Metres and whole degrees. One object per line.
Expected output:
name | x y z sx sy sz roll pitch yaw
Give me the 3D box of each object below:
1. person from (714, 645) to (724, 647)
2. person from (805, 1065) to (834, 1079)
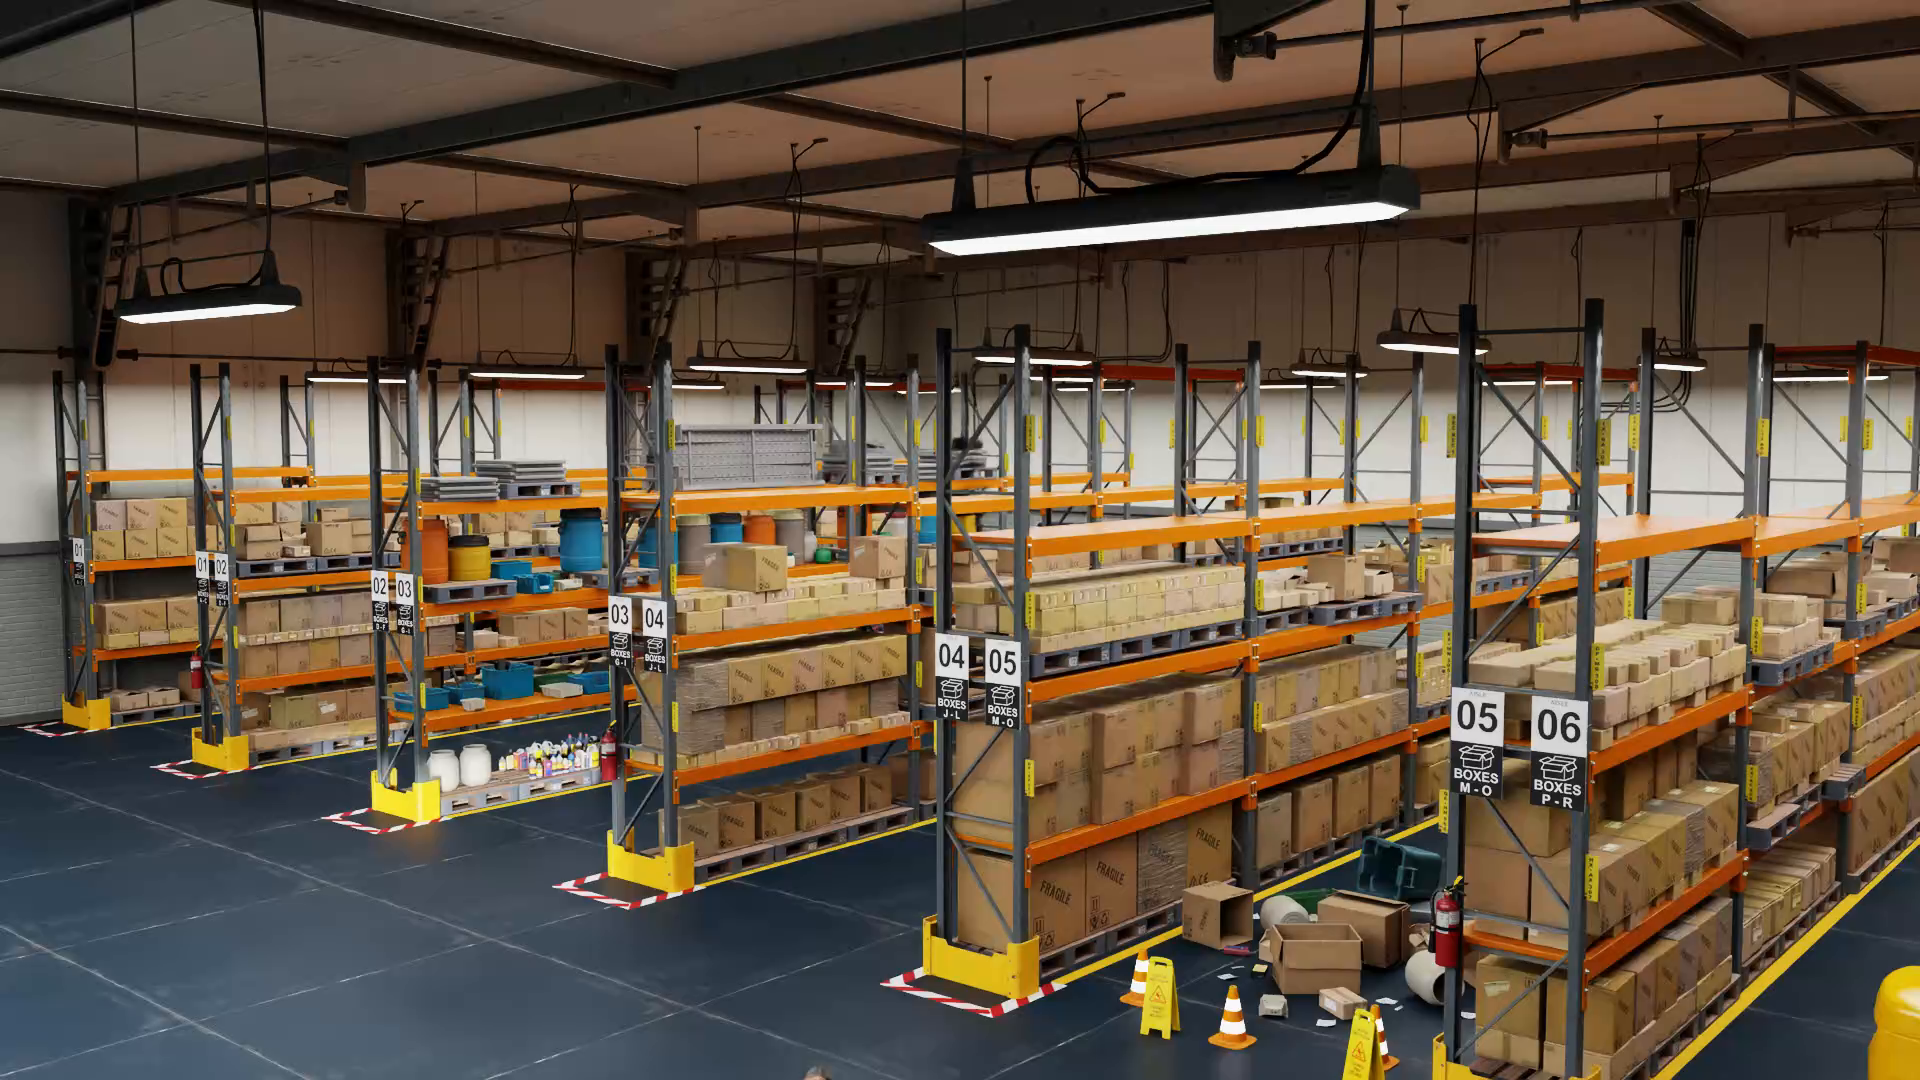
person | -4.009 2.286 28.160 0.811 1.755 0.678 -4 6 -44
person | -0.738 3.687 9.190 0.599 1.683 0.831 0 4 1
